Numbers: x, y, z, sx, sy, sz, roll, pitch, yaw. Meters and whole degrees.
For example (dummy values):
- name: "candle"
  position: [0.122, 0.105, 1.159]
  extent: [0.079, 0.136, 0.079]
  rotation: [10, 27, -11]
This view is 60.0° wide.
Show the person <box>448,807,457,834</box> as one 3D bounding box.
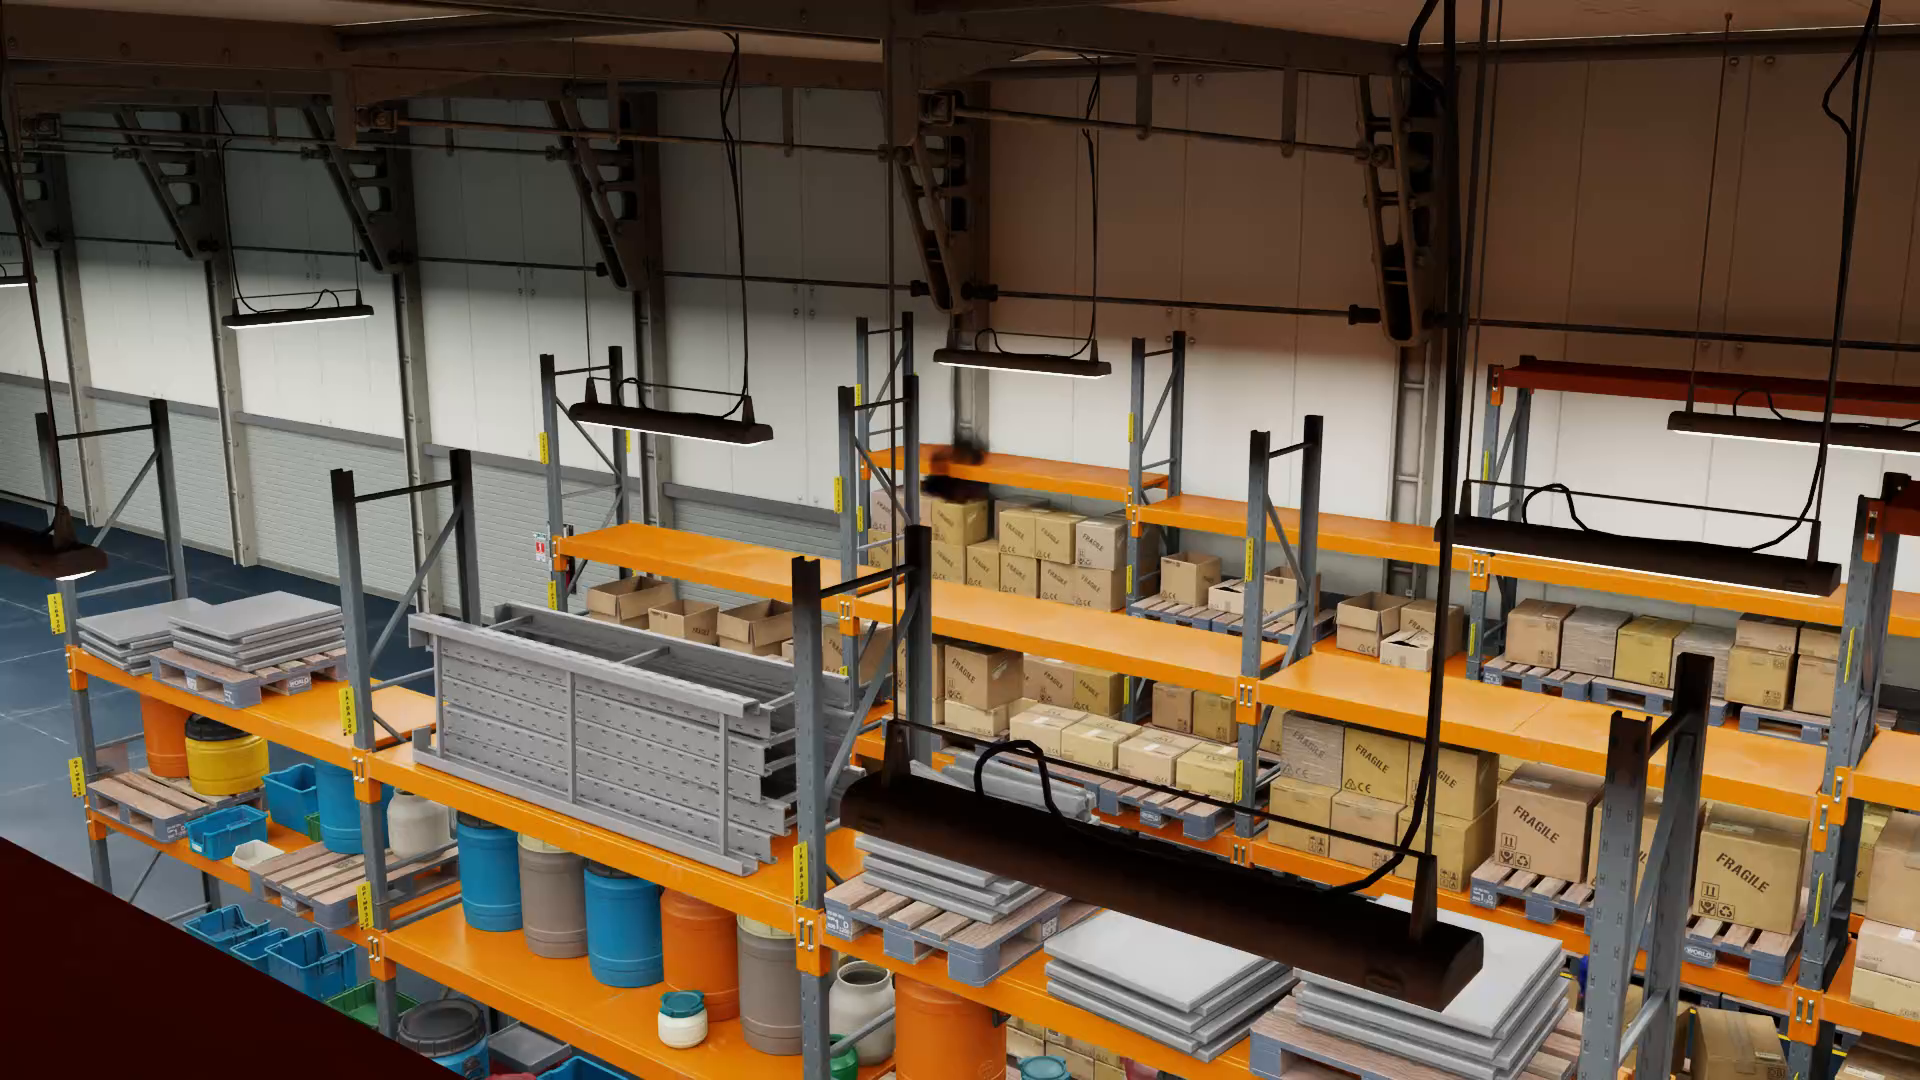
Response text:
- name: "person"
  position: [-5.767, 2.900, 19.007]
  extent: [0.555, 1.631, 0.553]
  rotation: [-7, 15, -29]

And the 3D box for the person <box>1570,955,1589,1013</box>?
- name: "person"
  position: [5.510, 4.115, 14.373]
  extent: [0.599, 1.422, 0.575]
  rotation: [6, 15, 26]
